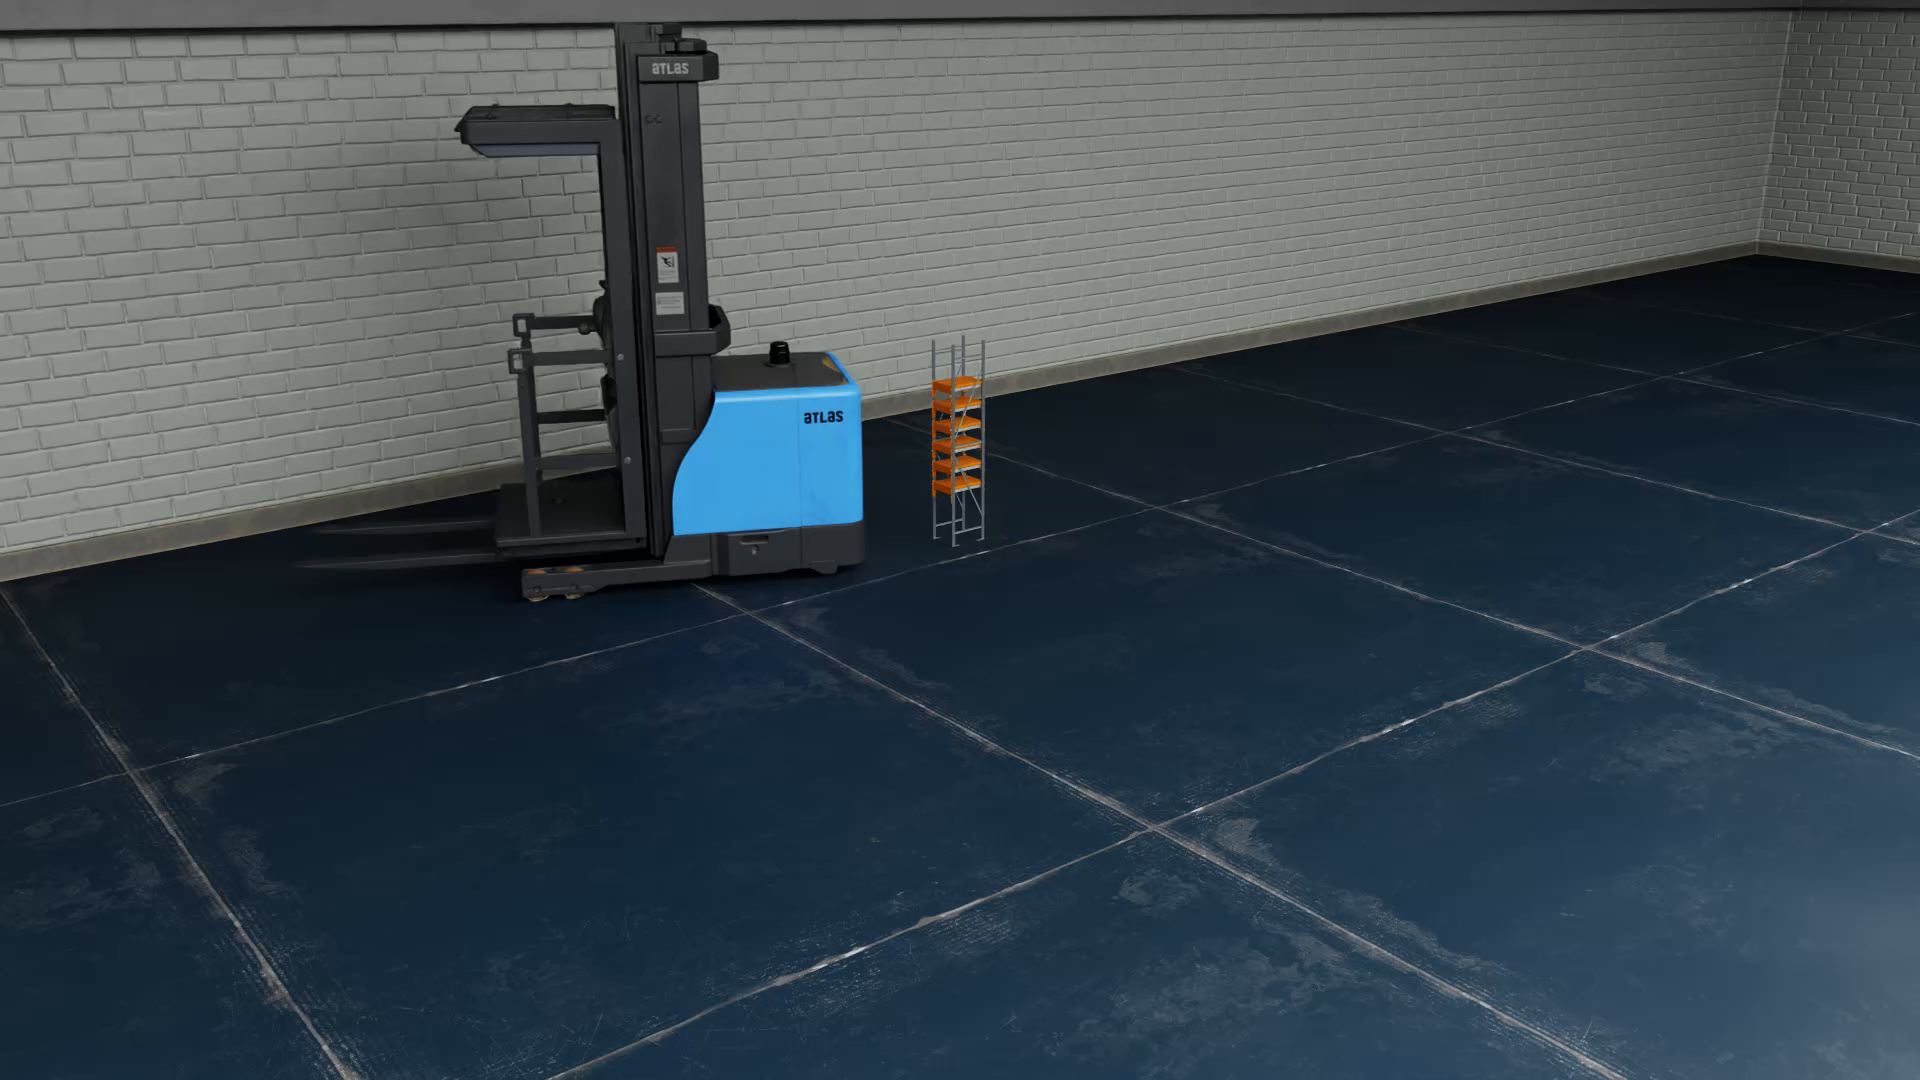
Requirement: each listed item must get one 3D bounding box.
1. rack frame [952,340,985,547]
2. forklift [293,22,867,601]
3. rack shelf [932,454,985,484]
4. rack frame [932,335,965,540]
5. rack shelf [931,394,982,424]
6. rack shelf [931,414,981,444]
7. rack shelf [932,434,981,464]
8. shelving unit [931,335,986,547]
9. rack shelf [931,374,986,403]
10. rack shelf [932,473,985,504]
[{"bbox_3d":[0.048,-0.551,9.617,0.240,1.200,0.006,-14,23,-36],"label":"rack frame"},{"bbox_3d":[-2.097,-1.246,8.962,3.031,2.935,1.130,-4,19,-12],"label":"forklift"},{"bbox_3d":[-0.009,-0.417,9.736,0.258,0.103,0.180,-14,23,-36],"label":"rack shelf"},{"bbox_3d":[-0.066,-0.596,9.753,0.240,1.200,0.006,-14,23,-36],"label":"rack frame"},{"bbox_3d":[-0.009,-0.759,9.623,0.258,0.103,0.180,-14,23,-36],"label":"rack shelf"},{"bbox_3d":[-0.009,-0.645,9.661,0.258,0.103,0.180,-14,23,-36],"label":"rack shelf"},{"bbox_3d":[-0.009,-0.531,9.699,0.258,0.103,0.180,-14,23,-36],"label":"rack shelf"},{"bbox_3d":[-0.009,-0.573,9.685,0.258,1.200,0.189,-14,23,-36],"label":"shelving unit"},{"bbox_3d":[-0.009,-0.873,9.585,0.258,0.103,0.180,-14,23,-36],"label":"rack shelf"},{"bbox_3d":[-0.009,-0.303,9.774,0.258,0.103,0.180,-14,23,-36],"label":"rack shelf"}]
